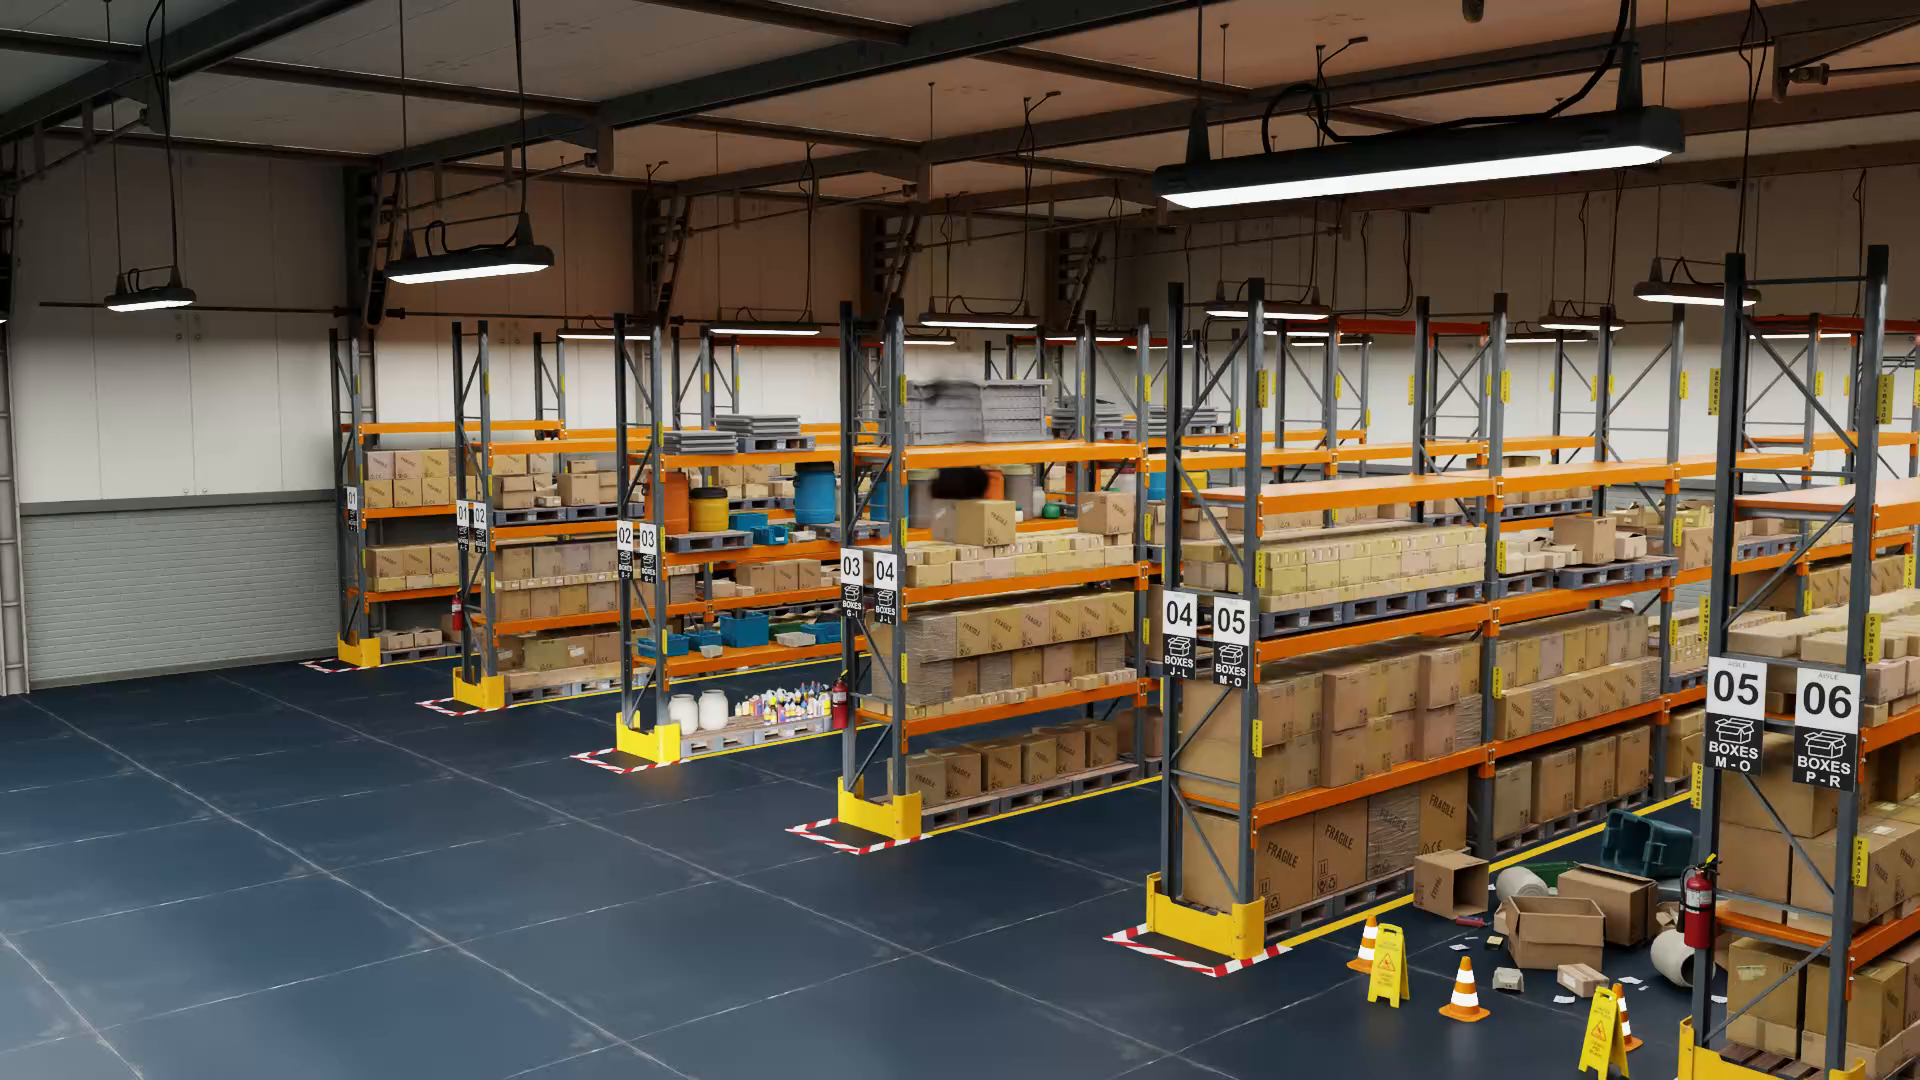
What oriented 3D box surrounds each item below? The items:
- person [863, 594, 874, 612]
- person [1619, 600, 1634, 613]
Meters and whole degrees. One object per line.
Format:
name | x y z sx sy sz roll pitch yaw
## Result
person | -1.747 1.097 33.380 0.693 1.594 0.572 -4 7 -37
person | 10.292 1.777 25.704 0.598 1.726 0.702 -5 8 -42
